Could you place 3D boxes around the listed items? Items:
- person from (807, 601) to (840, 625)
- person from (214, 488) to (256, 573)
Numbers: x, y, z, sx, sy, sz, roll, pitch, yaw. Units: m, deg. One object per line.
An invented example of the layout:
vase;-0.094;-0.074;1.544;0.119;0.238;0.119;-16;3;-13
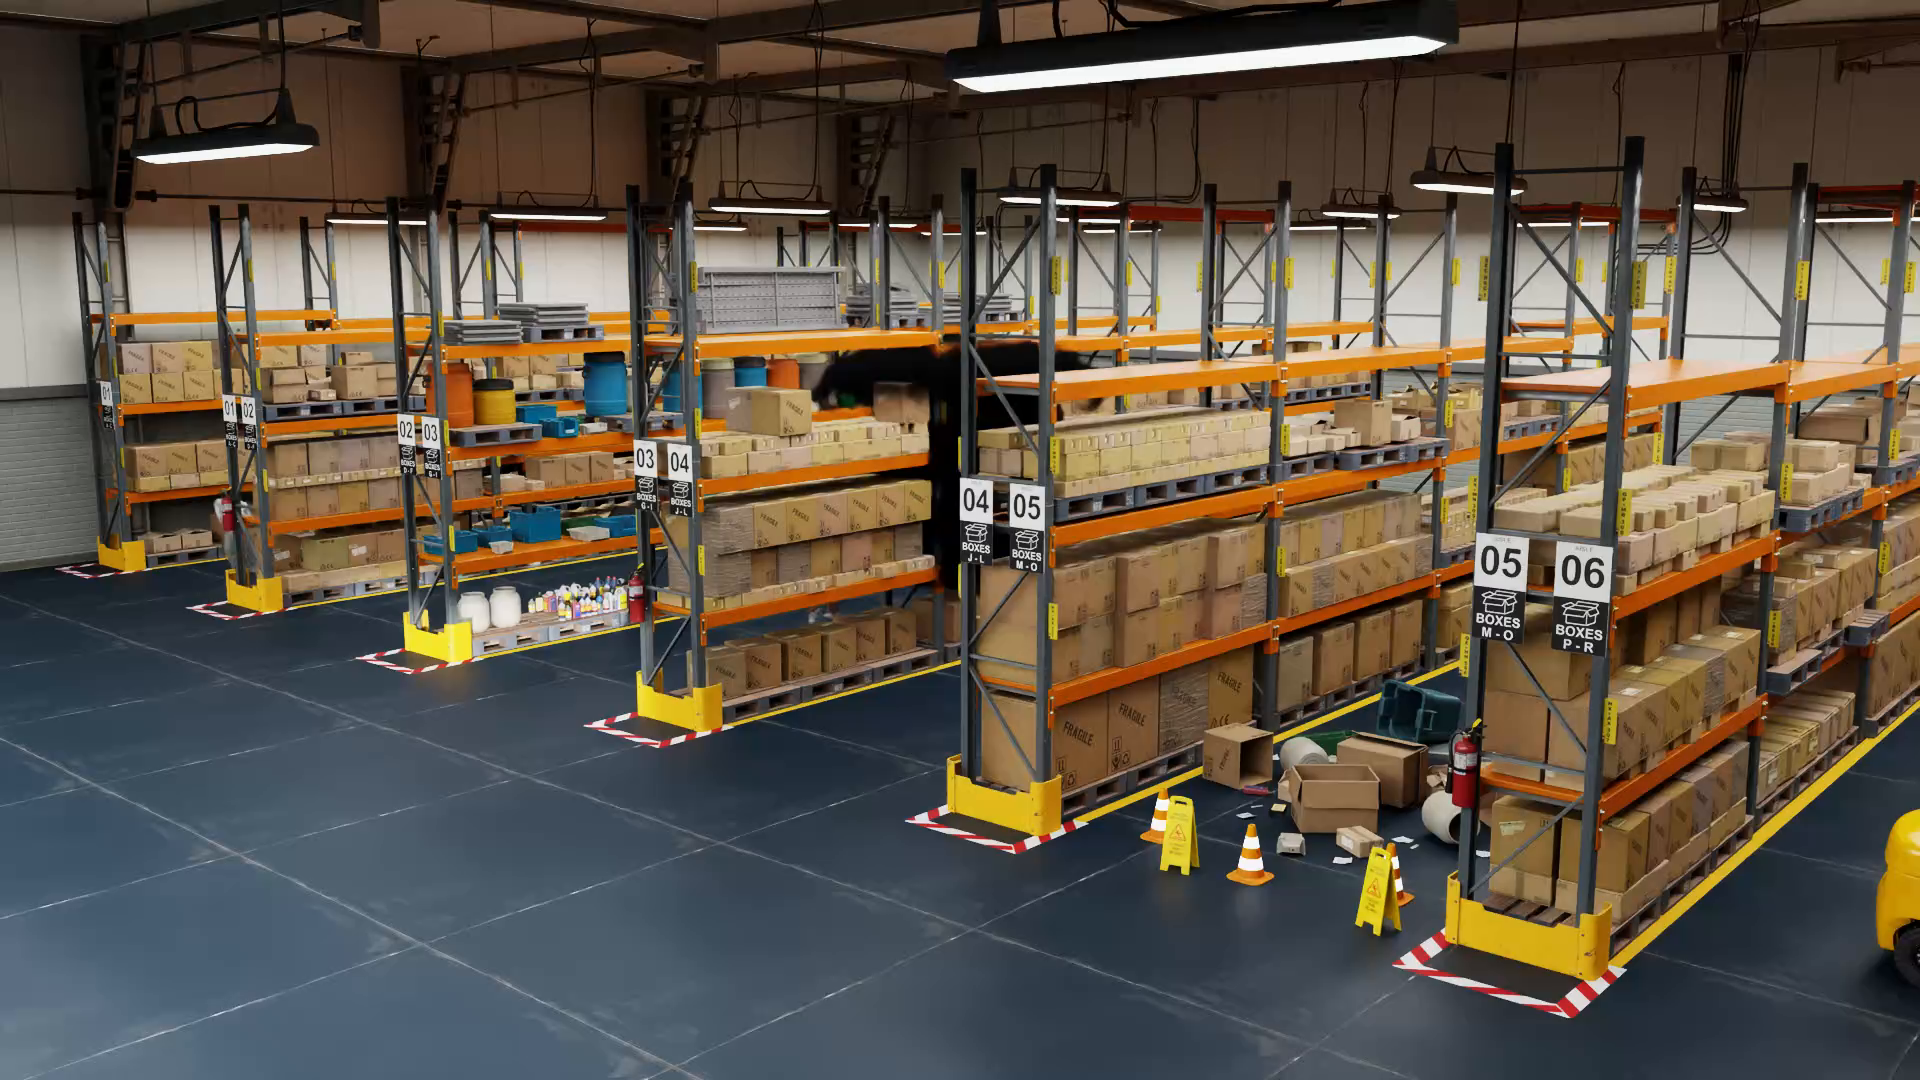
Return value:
person;-1.956;0.341;23.209;0.561;1.688;0.685;6;11;33
person;-11.882;-0.098;27.304;0.650;1.601;0.937;0;9;0
